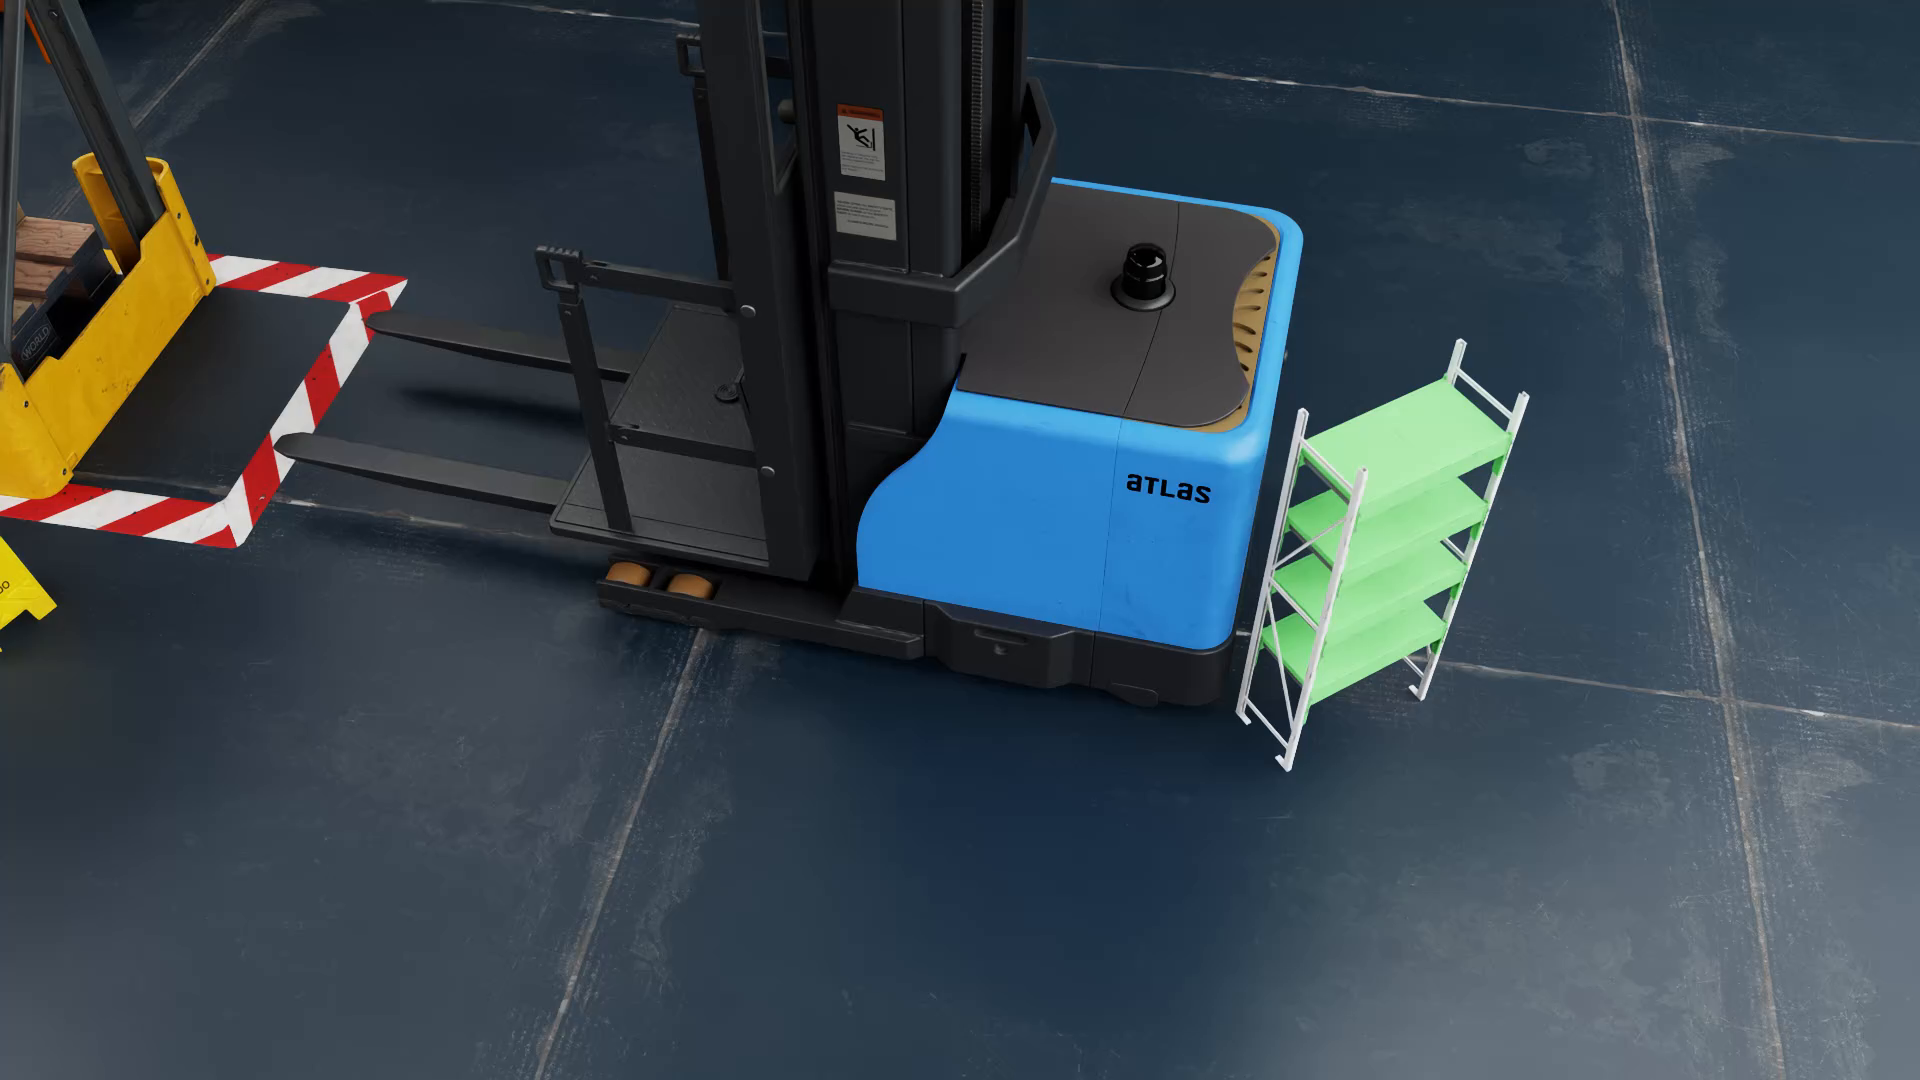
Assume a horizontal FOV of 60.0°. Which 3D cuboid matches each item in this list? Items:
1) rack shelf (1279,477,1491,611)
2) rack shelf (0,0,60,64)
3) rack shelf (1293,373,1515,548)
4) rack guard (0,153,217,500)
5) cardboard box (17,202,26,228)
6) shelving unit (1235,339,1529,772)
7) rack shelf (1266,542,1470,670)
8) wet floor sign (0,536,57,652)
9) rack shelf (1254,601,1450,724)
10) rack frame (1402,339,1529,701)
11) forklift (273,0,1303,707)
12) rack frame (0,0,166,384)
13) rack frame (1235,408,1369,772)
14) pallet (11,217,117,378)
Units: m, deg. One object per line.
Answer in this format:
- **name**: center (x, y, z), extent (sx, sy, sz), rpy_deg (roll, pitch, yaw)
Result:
- **rack shelf**: center (1.073, -0.039, 4.242), extent (0.480, 0.148, 0.258), rpy_deg (-24, 52, -20)
- **rack shelf**: center (-4.883, -1.590, 5.146), extent (4.000, 0.370, 1.077), rpy_deg (8, 49, 7)
- **rack shelf**: center (1.073, -0.200, 4.063), extent (0.480, 0.148, 0.258), rpy_deg (-24, 52, -20)
- **rack guard**: center (-2.989, -0.741, 5.580), extent (0.348, 0.500, 1.175), rpy_deg (8, 49, 7)
- **cardboard box**: center (-3.659, -1.097, 5.785), extent (0.500, 0.250, 0.500), rpy_deg (7, 48, 7)
- **shelving unit**: center (1.073, 0.078, 4.373), extent (0.503, 1.200, 0.258), rpy_deg (-24, 52, -20)
- **rack shelf**: center (1.073, 0.121, 4.421), extent (0.480, 0.148, 0.258), rpy_deg (-24, 52, -20)
- **wet floor sign**: center (-2.918, 0.029, 4.790), extent (0.232, 0.644, 0.267), rpy_deg (23, 52, 20)
- **rack shelf**: center (1.073, 0.281, 4.599), extent (0.480, 0.148, 0.258), rpy_deg (-24, 52, -20)
- **rack frame**: center (1.284, -0.013, 4.455), extent (0.015, 1.200, 0.240), rpy_deg (-24, 52, -20)
- **forklift**: center (-0.605, -1.091, 4.259), extent (3.031, 2.935, 1.130), rpy_deg (10, 49, 9)
- **rack frame**: center (-2.915, -1.566, 4.641), extent (0.127, 3.000, 1.000), rpy_deg (8, 49, 7)
- **rack frame**: center (0.863, 0.170, 4.291), extent (0.015, 1.200, 0.240), rpy_deg (-24, 52, -20)
- **pallet**: center (-3.783, -0.778, 5.807), extent (1.213, 0.211, 1.003), rpy_deg (8, 49, 7)
